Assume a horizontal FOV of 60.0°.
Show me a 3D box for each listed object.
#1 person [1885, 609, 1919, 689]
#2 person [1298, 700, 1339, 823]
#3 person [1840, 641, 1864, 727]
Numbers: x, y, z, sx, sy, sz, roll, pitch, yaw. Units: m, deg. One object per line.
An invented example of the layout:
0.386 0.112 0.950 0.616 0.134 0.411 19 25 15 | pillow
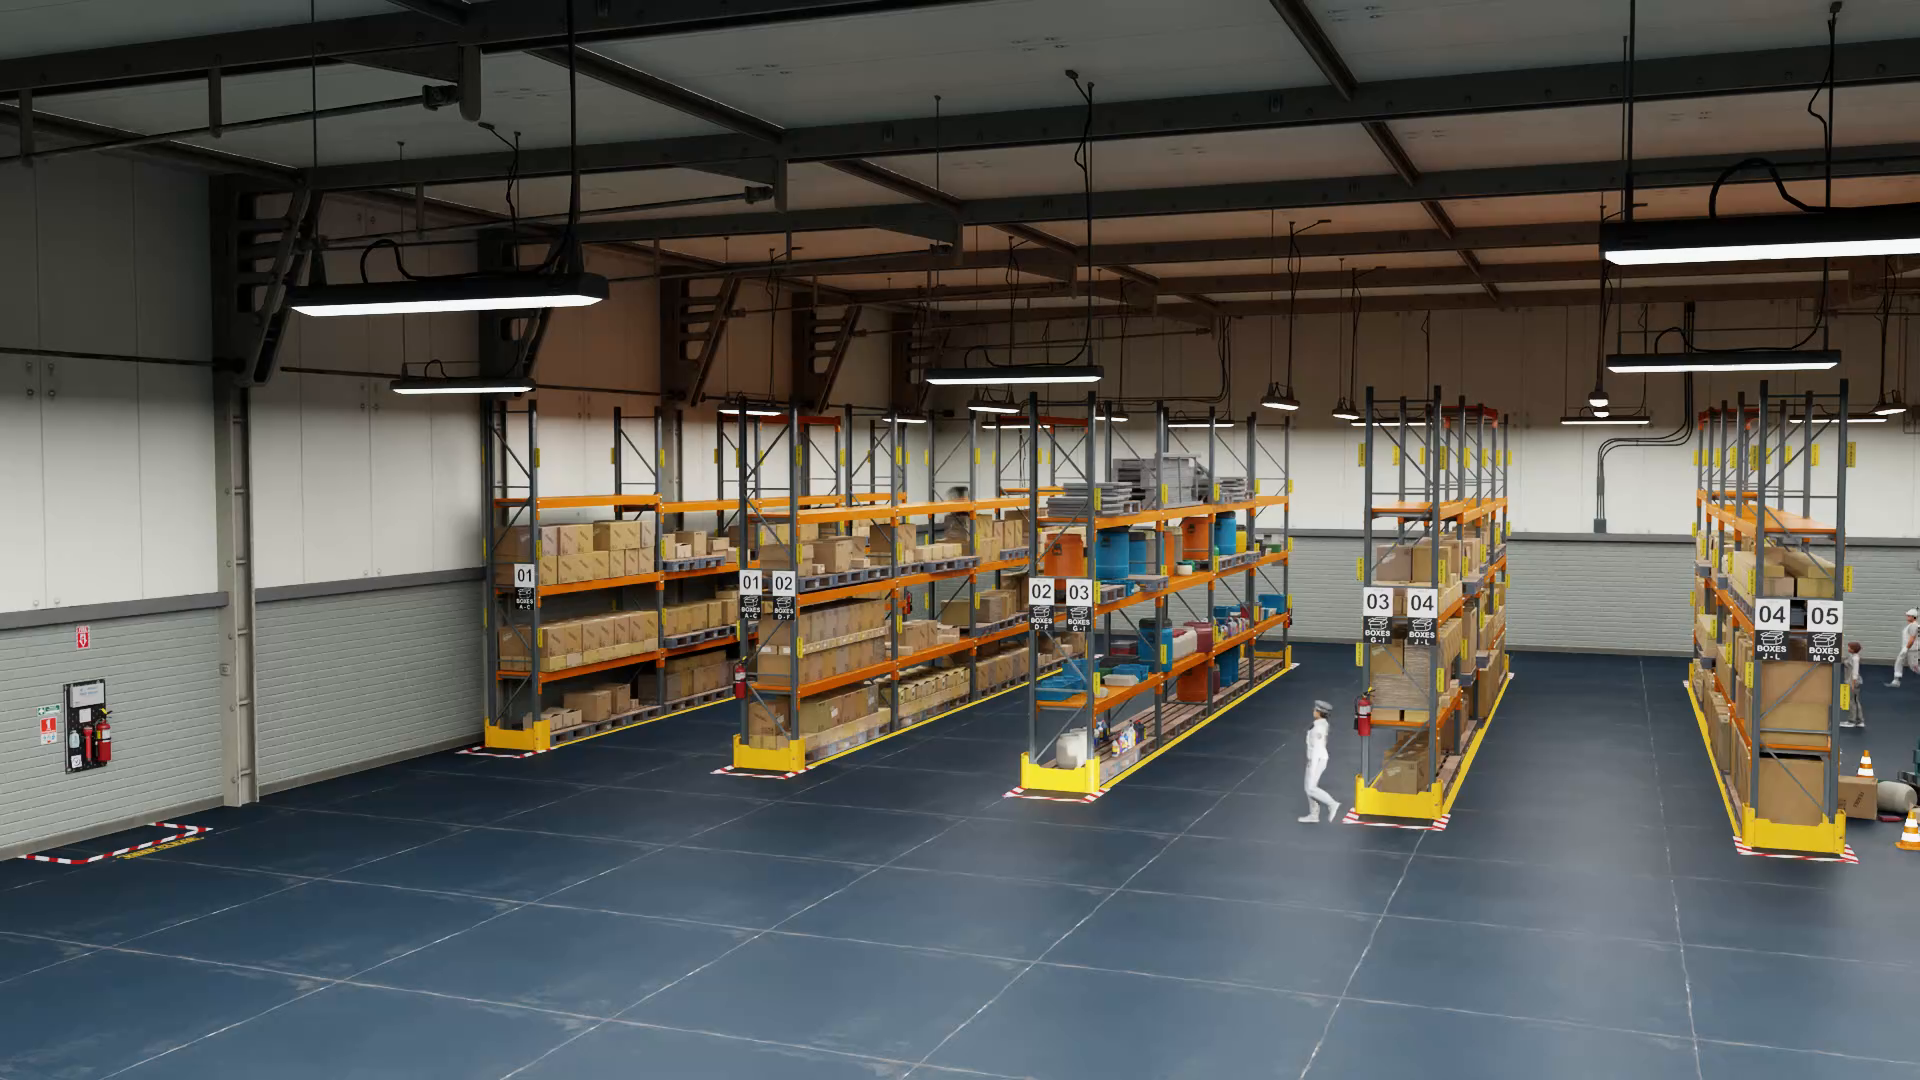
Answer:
20.552 2.364 35.930 0.975 1.750 0.651 1 3 20 | person
4.889 3.032 22.743 0.503 1.684 0.483 0 3 5 | person
16.645 2.682 30.980 0.456 1.600 0.368 -3 4 -42 | person
